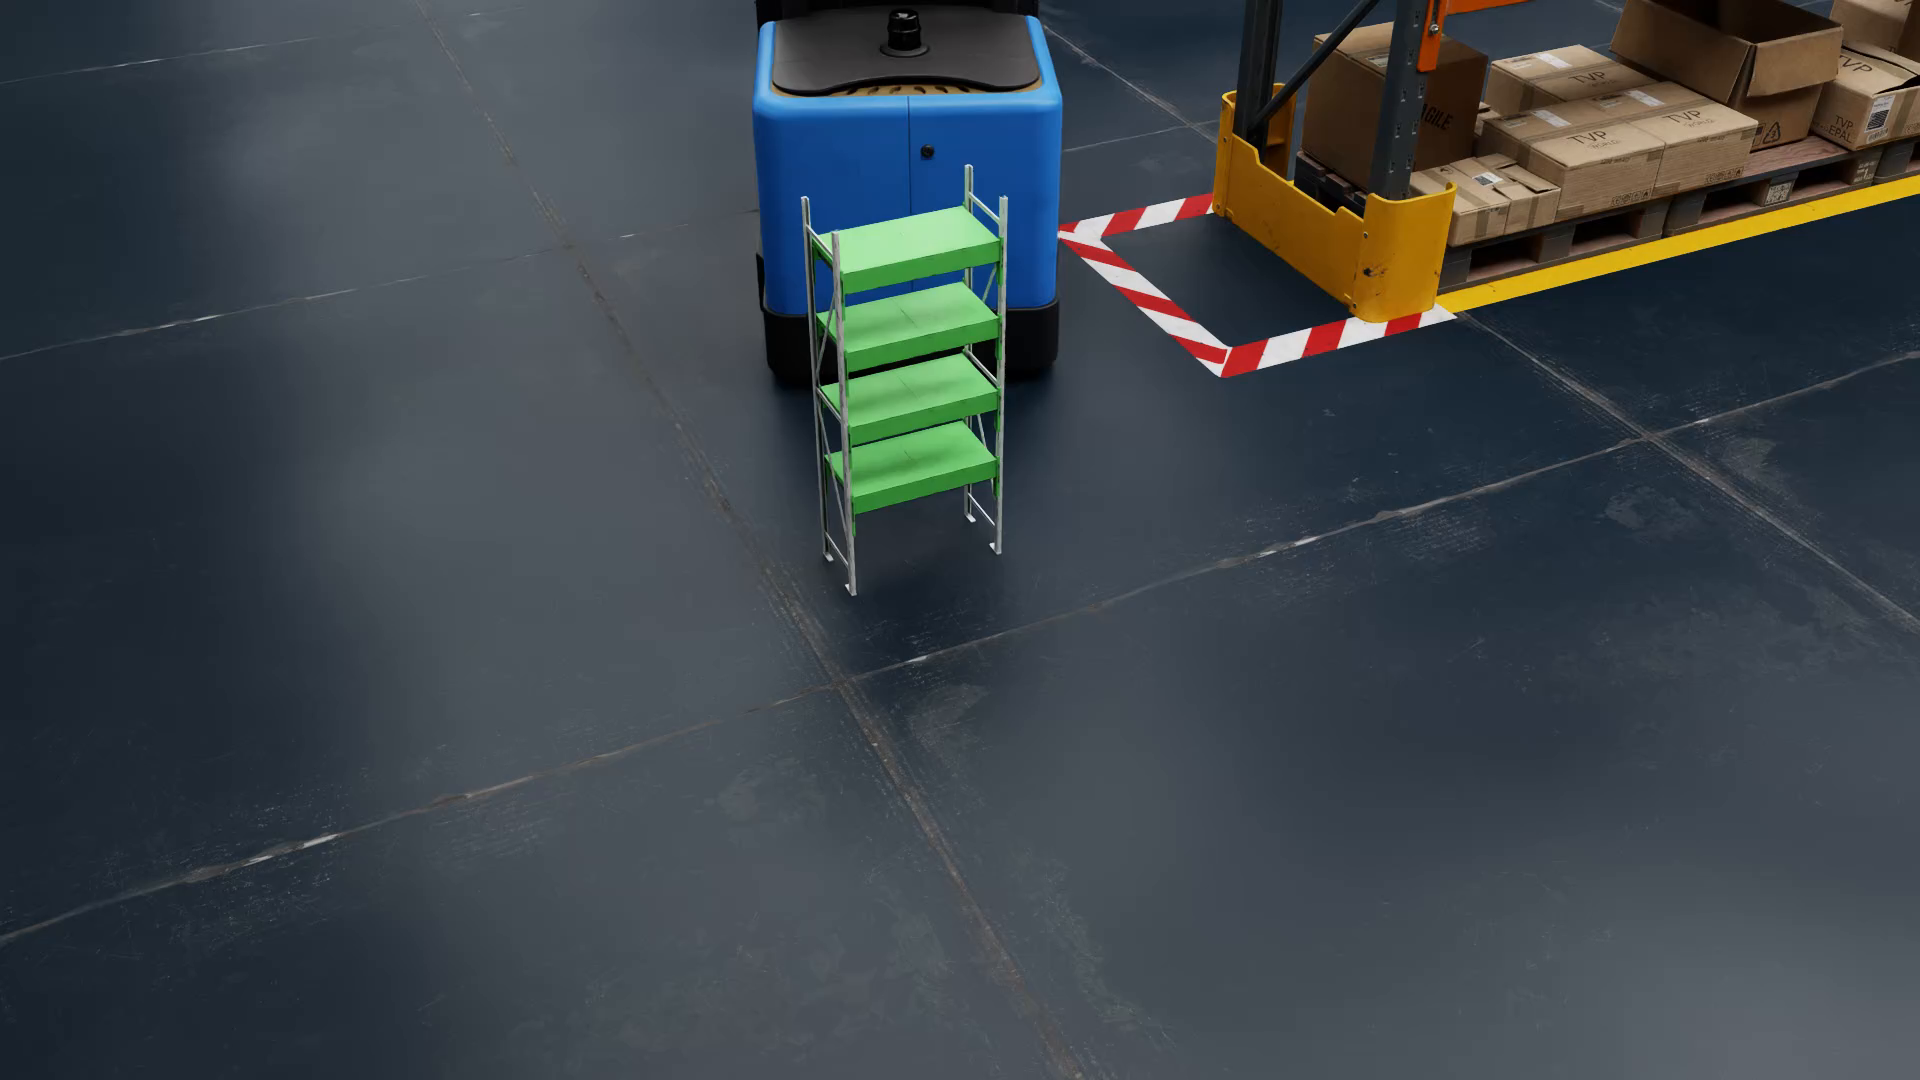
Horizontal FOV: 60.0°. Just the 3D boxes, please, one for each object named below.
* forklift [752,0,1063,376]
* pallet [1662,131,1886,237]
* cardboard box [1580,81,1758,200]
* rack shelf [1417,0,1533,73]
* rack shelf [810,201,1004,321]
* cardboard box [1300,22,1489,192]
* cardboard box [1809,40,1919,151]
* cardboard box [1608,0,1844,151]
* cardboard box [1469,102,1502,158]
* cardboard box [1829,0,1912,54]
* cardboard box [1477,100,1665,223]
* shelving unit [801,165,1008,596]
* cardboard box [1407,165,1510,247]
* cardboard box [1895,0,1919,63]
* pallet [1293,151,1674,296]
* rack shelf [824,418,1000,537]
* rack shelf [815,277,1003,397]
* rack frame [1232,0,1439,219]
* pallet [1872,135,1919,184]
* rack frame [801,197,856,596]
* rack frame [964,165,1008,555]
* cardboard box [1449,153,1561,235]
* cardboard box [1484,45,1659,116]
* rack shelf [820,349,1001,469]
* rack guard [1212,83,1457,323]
[{"bbox_3d":[-0.257,-2.617,6.318,1.130,2.935,3.031,-2,37,-3],"label":"forklift"},{"bbox_3d":[3.292,-1.769,7.458,1.213,0.211,1.003,-16,39,-20],"label":"pallet"},{"bbox_3d":[2.918,-1.671,6.924,0.500,0.250,0.500,-16,39,-20],"label":"cardboard box"},{"bbox_3d":[3.210,-2.579,6.813,4.000,0.370,1.077,-16,39,-20],"label":"rack shelf"},{"bbox_3d":[-0.150,-0.774,4.588,0.480,0.148,0.258,-16,39,-20],"label":"rack shelf"},{"bbox_3d":[1.787,-1.805,6.894,0.500,0.500,0.500,-16,39,-20],"label":"cardboard box"},{"bbox_3d":[3.946,-1.984,7.294,0.500,0.311,0.500,-16,39,-20],"label":"cardboard box"},{"bbox_3d":[3.322,-2.070,7.249,0.637,0.503,0.797,-16,39,-20],"label":"cardboard box"},{"bbox_3d":[2.192,-1.725,7.066,0.250,0.166,0.380,-16,39,-20],"label":"cardboard box"},{"bbox_3d":[4.549,-2.481,7.965,0.500,0.311,0.500,-16,39,-20],"label":"cardboard box"},{"bbox_3d":[2.465,-1.545,6.754,0.500,0.250,0.500,-16,39,-20],"label":"cardboard box"},{"bbox_3d":[-0.150,-0.440,4.836,0.503,1.200,0.258,-16,39,-20],"label":"shelving unit"},{"bbox_3d":[1.925,-1.314,6.527,0.250,0.149,0.380,-16,39,-20],"label":"cardboard box"},{"bbox_3d":[4.625,-2.249,7.494,0.500,0.500,0.500,-16,39,-20],"label":"cardboard box"},{"bbox_3d":[2.190,-1.463,7.045,1.213,0.211,1.003,-16,39,-20],"label":"pallet"},{"bbox_3d":[-0.150,-0.196,5.017,0.480,0.148,0.258,-16,39,-20],"label":"rack shelf"},{"bbox_3d":[-0.150,-0.581,4.731,0.480,0.148,0.258,-16,39,-20],"label":"rack shelf"},{"bbox_3d":[1.400,-2.361,5.916,0.127,3.000,1.000,-16,39,-20],"label":"rack frame"},{"bbox_3d":[4.398,-2.080,7.878,1.213,0.211,1.003,-16,39,-20],"label":"pallet"},{"bbox_3d":[-0.371,-0.378,4.753,0.015,1.200,0.240,-16,39,-20],"label":"rack frame"},{"bbox_3d":[0.071,-0.502,4.919,0.015,1.200,0.240,-16,39,-20],"label":"rack frame"},{"bbox_3d":[2.151,-1.384,6.607,0.250,0.166,0.380,-16,39,-20],"label":"cardboard box"},{"bbox_3d":[2.660,-1.928,7.271,0.500,0.250,0.500,-16,39,-20],"label":"cardboard box"},{"bbox_3d":[-0.150,-0.389,4.874,0.480,0.148,0.258,-16,39,-20],"label":"rack shelf"},{"bbox_3d":[1.468,-1.377,6.686,0.348,0.500,1.175,-16,39,-20],"label":"rack guard"}]
